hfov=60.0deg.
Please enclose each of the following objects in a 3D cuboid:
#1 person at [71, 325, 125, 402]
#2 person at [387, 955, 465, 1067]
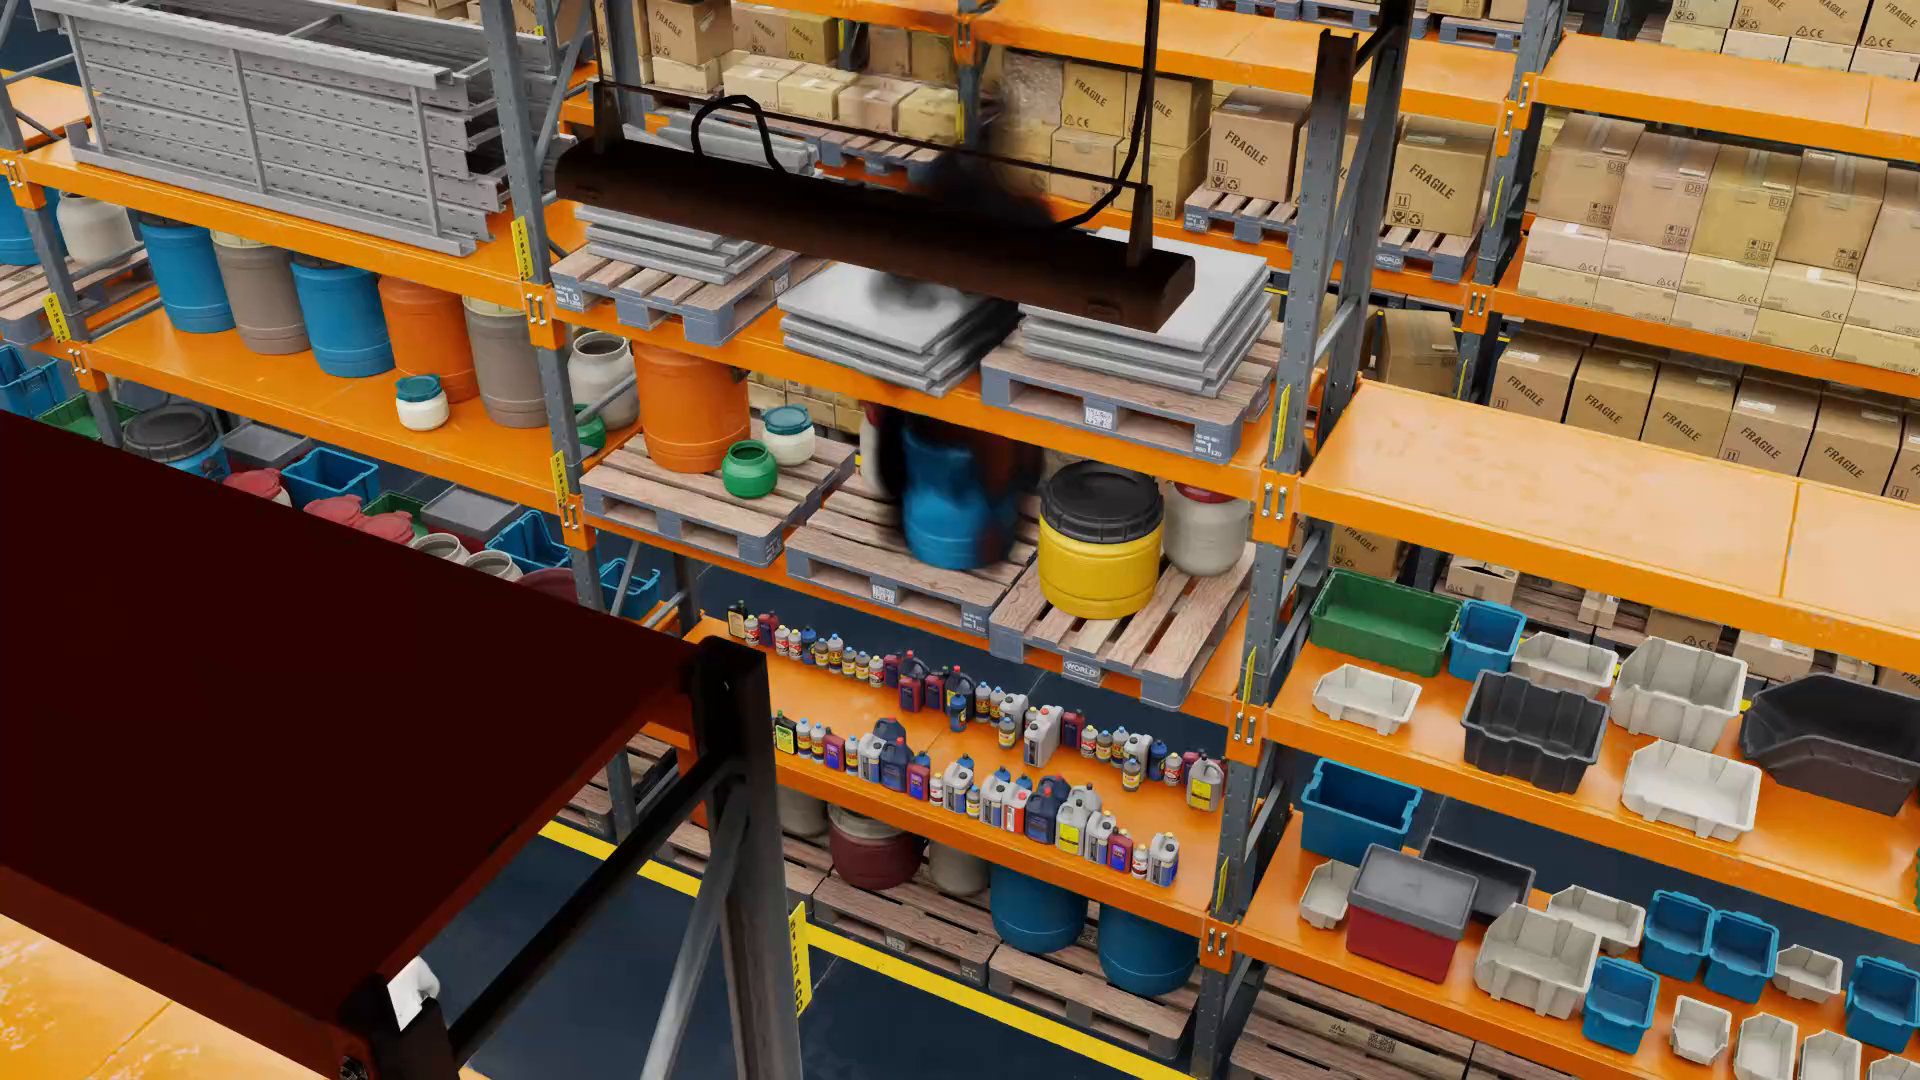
[{"bbox_3d":[-7.365,-1.396,14.448,0.836,1.654,0.553,13,37,18],"label":"person"},{"bbox_3d":[-2.785,2.783,8.503,1.063,1.714,0.748,21,40,27],"label":"person"}]
